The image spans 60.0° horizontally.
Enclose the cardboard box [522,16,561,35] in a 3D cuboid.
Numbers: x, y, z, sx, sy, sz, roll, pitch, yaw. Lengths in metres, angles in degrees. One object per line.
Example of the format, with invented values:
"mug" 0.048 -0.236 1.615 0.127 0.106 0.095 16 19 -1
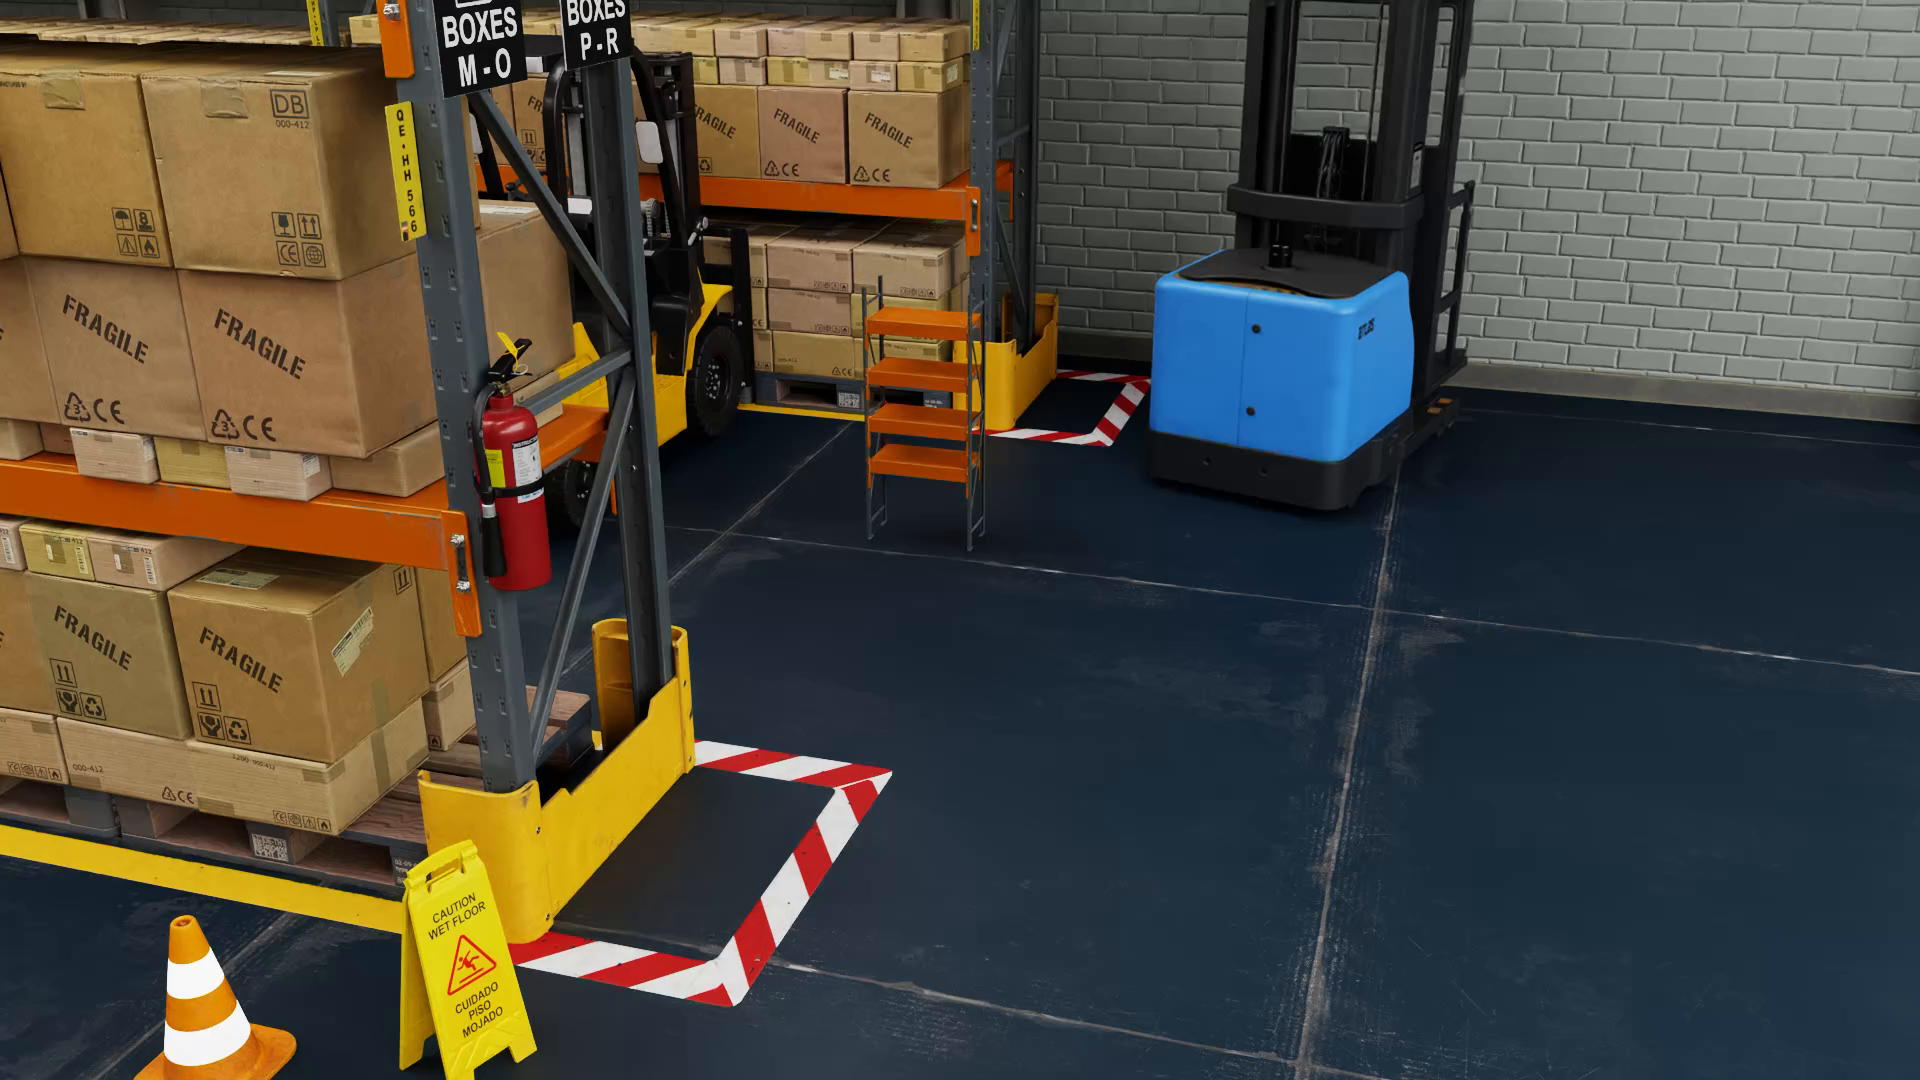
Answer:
"cardboard box" -2.359 -2.897 9.502 0.250 0.149 0.380 6 23 15

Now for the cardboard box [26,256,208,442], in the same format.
"cardboard box" -2.253 -0.618 4.801 0.500 0.500 0.500 7 23 16

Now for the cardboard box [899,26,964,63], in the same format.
"cardboard box" -0.150 -2.669 8.946 0.250 0.149 0.380 7 23 16

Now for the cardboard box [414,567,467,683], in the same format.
"cardboard box" -1.891 0.121 5.604 0.500 0.500 0.500 6 23 14

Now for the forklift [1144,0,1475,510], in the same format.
"forklift" 2.141 -2.007 8.800 1.130 2.935 3.031 13 26 29

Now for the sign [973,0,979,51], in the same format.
"sign" 0.084 -2.672 8.494 0.005 0.325 0.100 7 23 16

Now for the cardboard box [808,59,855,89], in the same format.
"cardboard box" -0.643 -2.573 9.103 0.250 0.149 0.380 7 23 17

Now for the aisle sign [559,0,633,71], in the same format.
"aisle sign" -1.027 -1.727 4.602 0.004 0.787 0.394 7 23 16

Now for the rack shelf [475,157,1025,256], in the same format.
"rack shelf" -1.660 -2.109 9.906 4.000 0.370 1.077 7 23 16

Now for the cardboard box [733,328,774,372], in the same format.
"cardboard box" -1.237 -1.197 9.806 0.500 0.250 0.500 7 23 16

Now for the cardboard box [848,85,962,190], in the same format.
"cardboard box" -0.293 -2.227 9.115 0.500 0.500 0.500 6 23 14

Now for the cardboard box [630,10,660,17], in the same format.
"cardboard box" -1.966 -3.067 9.917 0.250 0.149 0.380 6 23 15

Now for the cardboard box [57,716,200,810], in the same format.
"cardboard box" -2.521 0.609 5.403 0.500 0.250 0.500 7 23 16

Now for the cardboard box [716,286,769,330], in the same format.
"cardboard box" -1.279 -1.423 9.698 0.500 0.250 0.500 6 23 14

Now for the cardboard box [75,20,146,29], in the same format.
"cardboard box" -5.559 -3.322 10.930 0.250 0.149 0.380 7 23 17

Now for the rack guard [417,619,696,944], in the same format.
"rack guard" -1.249 0.730 5.332 0.348 0.500 1.175 7 23 16

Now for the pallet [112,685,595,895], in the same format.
"pallet" -2.016 0.761 5.635 1.213 0.211 1.003 7 23 16

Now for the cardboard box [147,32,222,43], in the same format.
"cardboard box" -4.728 -3.012 10.174 0.250 0.149 0.380 6 23 14

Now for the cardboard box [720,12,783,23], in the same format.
"cardboard box" -1.218 -3.002 9.758 0.250 0.149 0.380 6 23 14

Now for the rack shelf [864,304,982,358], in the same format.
"rack shelf" -0.159 -0.937 7.437 0.480 0.148 0.258 7 23 16

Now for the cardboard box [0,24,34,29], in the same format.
"cardboard box" -6.172 -3.215 10.669 0.250 0.149 0.380 7 23 16

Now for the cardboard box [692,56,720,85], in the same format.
"cardboard box" -1.394 -2.637 9.259 0.250 0.149 0.380 7 23 16

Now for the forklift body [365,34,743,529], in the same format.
"forklift body" -2.088 -1.375 8.287 1.214 2.155 2.313 7 23 16

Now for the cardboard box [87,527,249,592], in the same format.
"cardboard box" -2.389 0.003 5.036 0.250 0.149 0.380 7 23 17

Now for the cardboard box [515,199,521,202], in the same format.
"cardboard box" -2.559 -2.012 10.474 0.500 0.250 0.500 6 23 15

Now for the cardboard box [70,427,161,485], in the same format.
"cardboard box" -2.365 -0.306 4.895 0.250 0.149 0.380 7 23 16

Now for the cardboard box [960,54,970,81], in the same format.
"cardboard box" 0.004 -2.700 9.413 0.250 0.149 0.380 6 23 14

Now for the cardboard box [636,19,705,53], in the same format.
"cardboard box" -1.620 -2.835 9.350 0.250 0.149 0.380 7 23 16

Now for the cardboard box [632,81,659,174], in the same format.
"cardboard box" -1.762 -2.394 9.523 0.500 0.500 0.500 7 23 16

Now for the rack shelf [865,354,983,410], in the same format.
"rack shelf" -0.158 -0.718 7.527 0.480 0.148 0.258 7 23 16

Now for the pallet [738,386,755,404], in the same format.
"pallet" -1.654 -1.135 10.259 1.213 0.211 1.003 7 23 15

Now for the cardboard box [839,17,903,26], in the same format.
"cardboard box" -0.503 -2.885 9.473 0.250 0.149 0.380 7 23 17

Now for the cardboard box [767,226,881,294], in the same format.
"cardboard box" -0.767 -1.598 9.466 0.500 0.250 0.500 7 23 16

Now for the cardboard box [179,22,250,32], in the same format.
"cardboard box" -4.812 -3.257 10.771 0.250 0.149 0.380 7 23 15

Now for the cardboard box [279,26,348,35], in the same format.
"cardboard box" -4.091 -3.172 10.564 0.250 0.149 0.380 6 23 14

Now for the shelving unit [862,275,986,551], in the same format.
"shelving unit" -0.158 -0.573 7.587 0.503 1.200 0.258 7 23 16

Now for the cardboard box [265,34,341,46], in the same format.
"cardboard box" -3.966 -2.964 10.057 0.250 0.149 0.380 7 23 17

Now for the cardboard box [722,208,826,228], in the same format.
"cardboard box" -1.106 -1.841 10.057 0.500 0.250 0.500 6 23 15

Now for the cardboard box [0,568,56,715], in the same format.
"cardboard box" -3.000 0.206 5.398 0.500 0.500 0.500 6 23 14

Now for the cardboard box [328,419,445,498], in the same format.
"cardboard box" -1.596 -0.265 4.796 0.250 0.149 0.380 7 23 17

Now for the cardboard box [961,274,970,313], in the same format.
"cardboard box" -0.136 -1.503 9.892 0.500 0.250 0.500 7 23 16

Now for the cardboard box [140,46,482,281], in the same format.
"cardboard box" -1.728 -1.042 4.515 0.500 0.500 0.700 6 23 14

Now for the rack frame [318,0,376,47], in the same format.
"rack frame" -3.575 -2.661 10.304 0.127 3.000 1.000 7 23 16

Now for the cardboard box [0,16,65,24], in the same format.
"cardboard box" -6.267 -3.443 11.225 0.250 0.149 0.380 6 23 14

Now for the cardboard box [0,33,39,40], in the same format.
"cardboard box" -3.166 -1.223 4.959 0.500 0.500 0.700 6 23 15

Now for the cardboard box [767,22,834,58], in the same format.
"cardboard box" -0.870 -2.758 9.162 0.250 0.149 0.380 7 23 16

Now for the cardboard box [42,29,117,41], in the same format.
"cardboard box" -5.474 -3.094 10.374 0.250 0.149 0.380 6 23 14

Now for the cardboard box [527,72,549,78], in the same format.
"cardboard box" -2.375 -2.747 9.528 0.250 0.149 0.380 6 23 15
